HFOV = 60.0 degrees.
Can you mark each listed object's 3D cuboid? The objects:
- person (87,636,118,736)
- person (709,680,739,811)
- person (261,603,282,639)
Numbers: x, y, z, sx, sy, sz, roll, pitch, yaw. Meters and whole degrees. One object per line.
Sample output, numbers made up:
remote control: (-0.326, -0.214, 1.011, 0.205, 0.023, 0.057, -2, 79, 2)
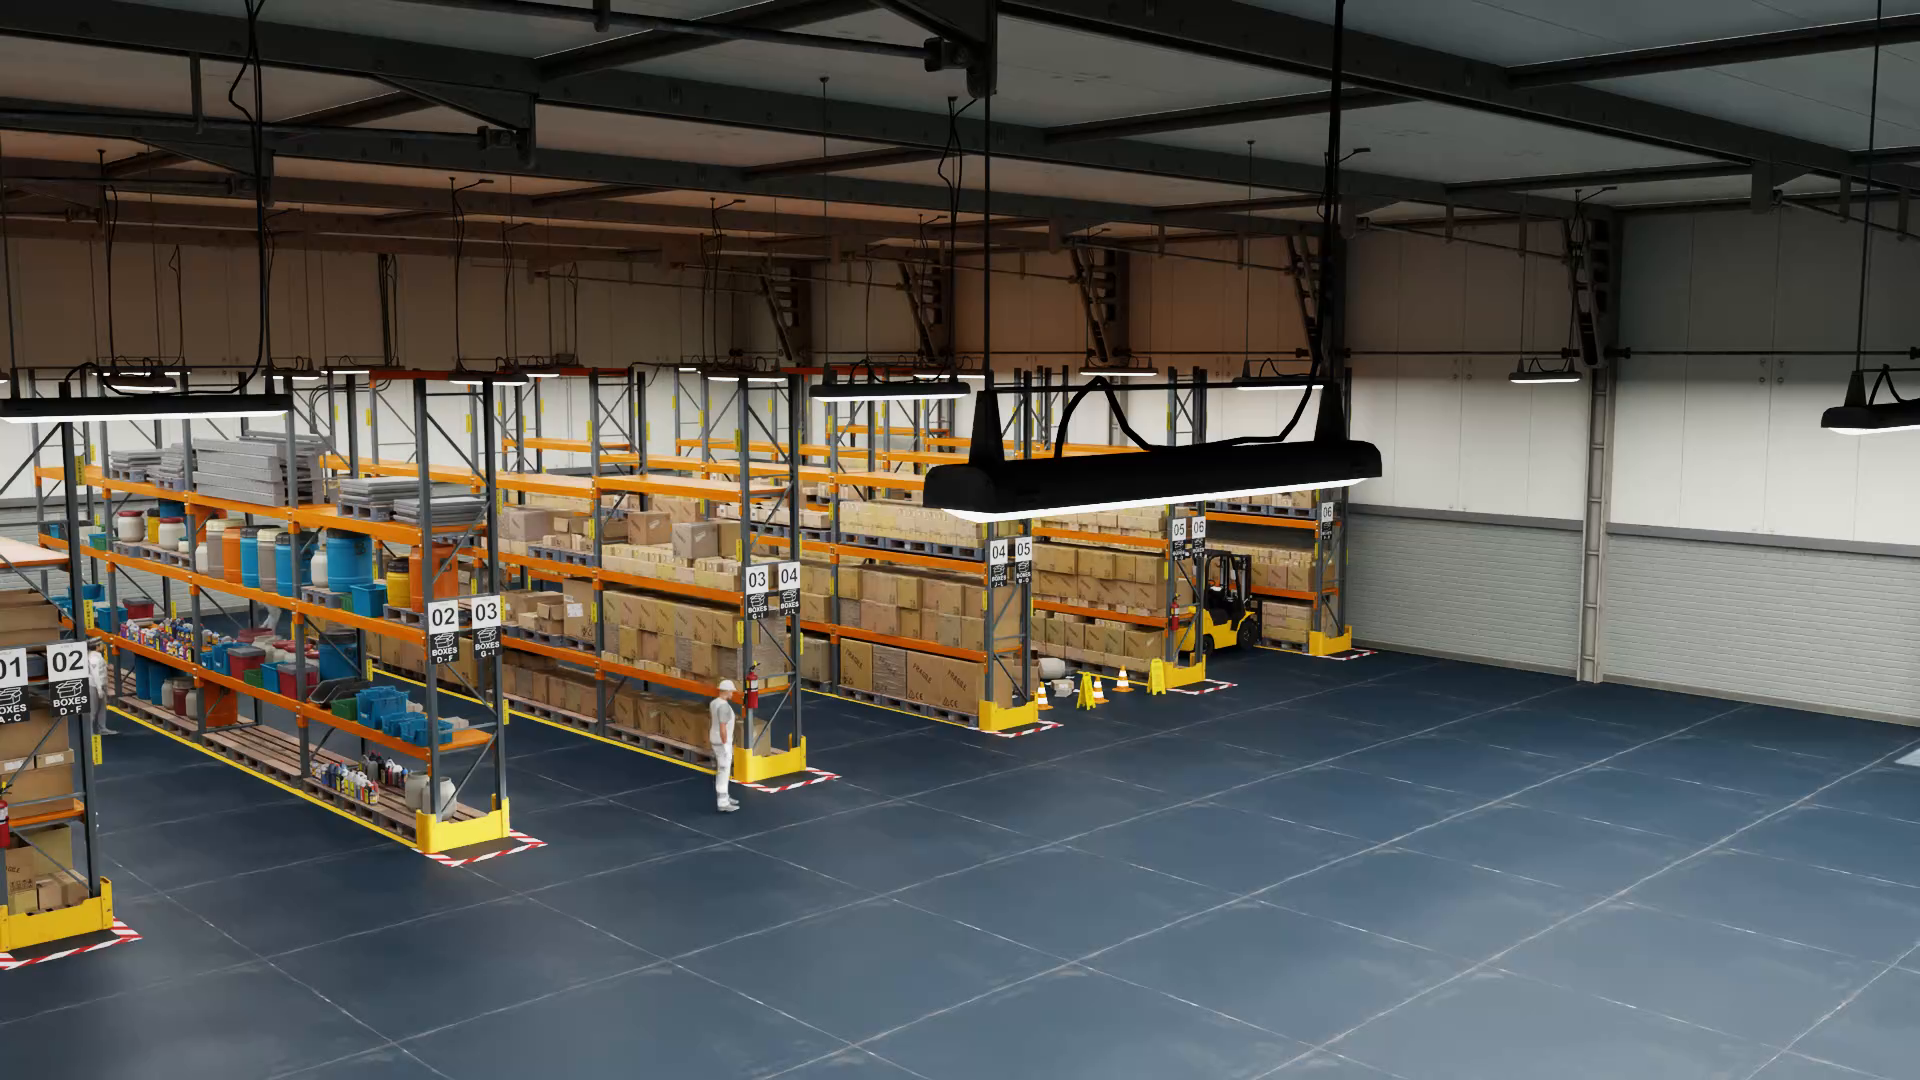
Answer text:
person: (-14.187, 2.419, 27.352, 0.420, 1.682, 0.516, -1, 6, -7)
person: (-3.281, 2.838, 23.167, 0.408, 1.786, 0.617, -2, 7, -16)
person: (-15.169, 1.316, 36.636, 0.484, 1.767, 0.549, -6, 9, -42)
